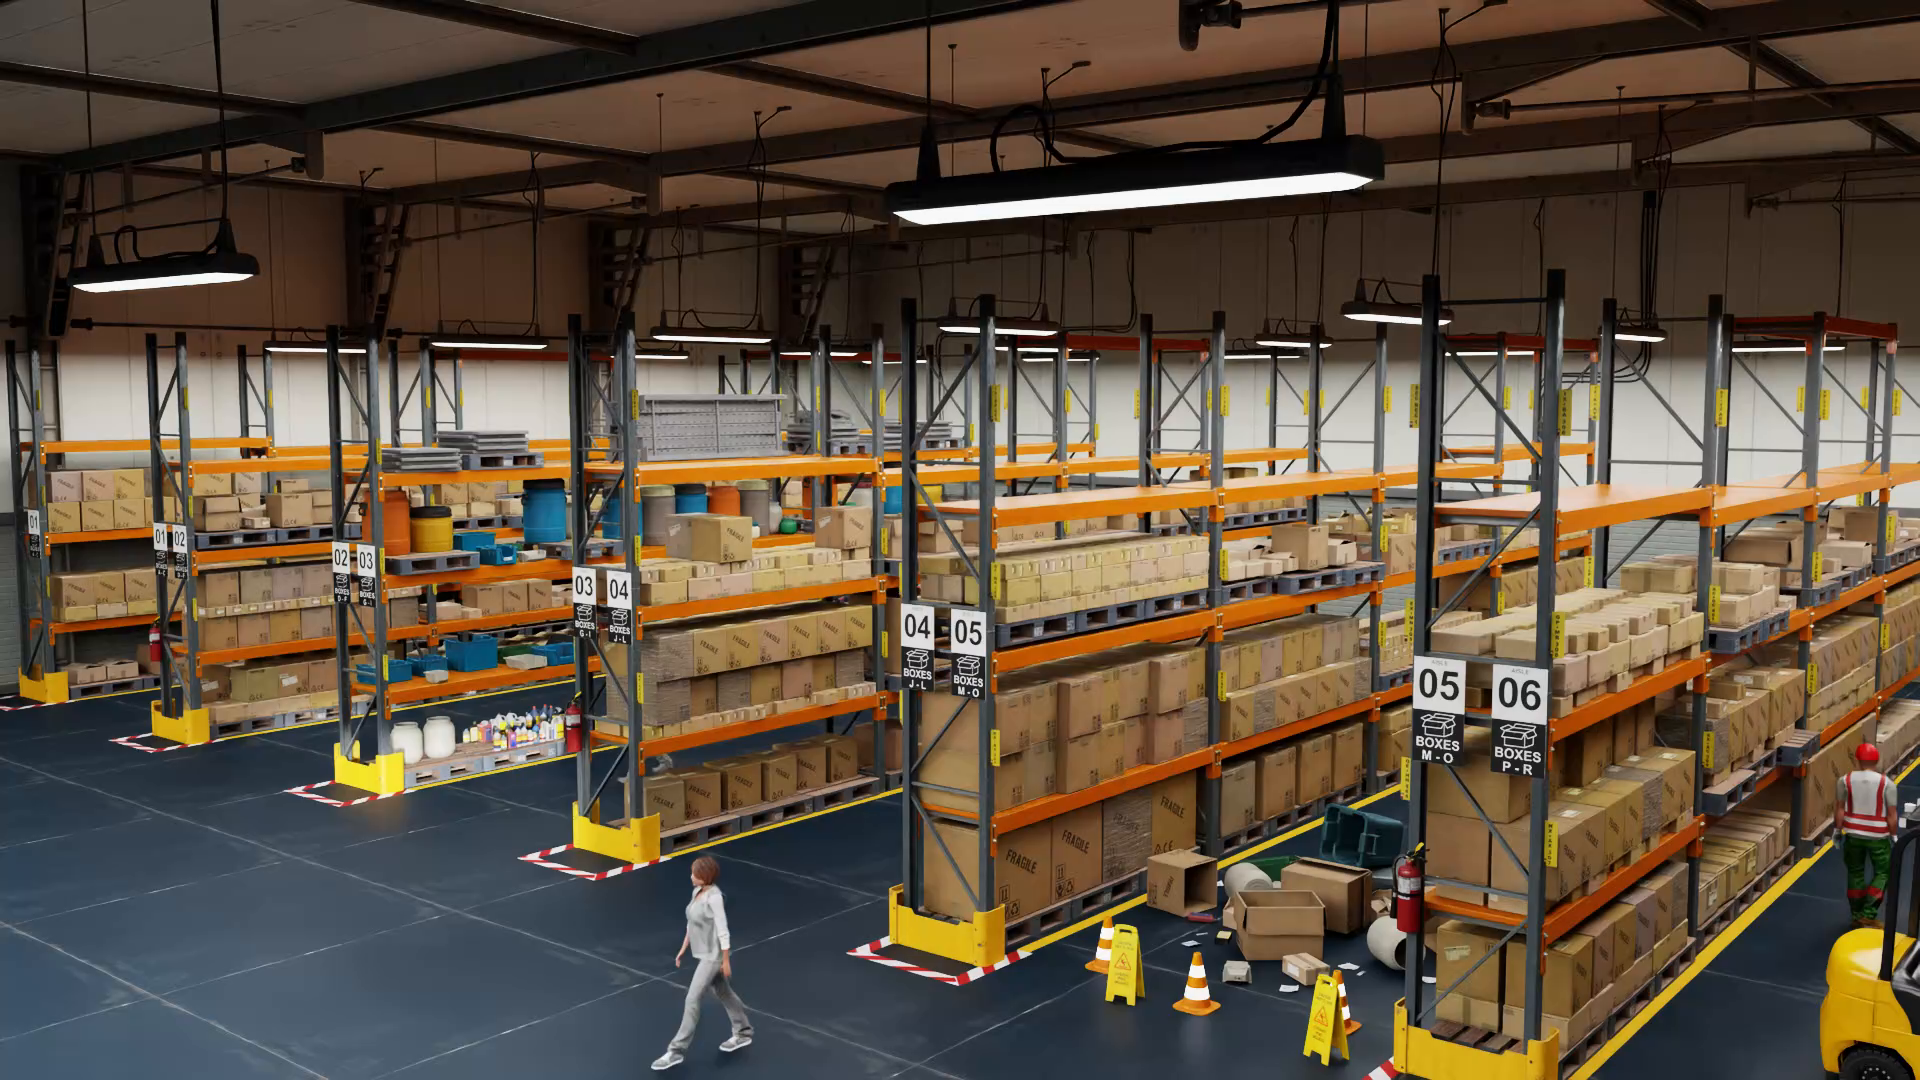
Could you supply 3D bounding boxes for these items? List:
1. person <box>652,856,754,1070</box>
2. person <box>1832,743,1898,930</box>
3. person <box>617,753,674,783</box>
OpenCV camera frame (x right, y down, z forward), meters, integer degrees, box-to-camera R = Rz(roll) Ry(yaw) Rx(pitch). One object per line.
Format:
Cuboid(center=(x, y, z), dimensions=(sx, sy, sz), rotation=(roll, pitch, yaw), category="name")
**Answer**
Cuboid(center=(-2.003, 3.214, 12.818), dimensions=(0.856, 1.562, 0.448), rotation=(-2, 6, -22), category="person")
Cuboid(center=(8.702, 2.845, 15.982), dimensions=(0.573, 1.787, 0.551), rotation=(4, 7, 38), category="person")
Cuboid(center=(-4.136, 2.334, 21.918), dimensions=(0.665, 1.745, 0.995), rotation=(4, 6, 36), category="person")
